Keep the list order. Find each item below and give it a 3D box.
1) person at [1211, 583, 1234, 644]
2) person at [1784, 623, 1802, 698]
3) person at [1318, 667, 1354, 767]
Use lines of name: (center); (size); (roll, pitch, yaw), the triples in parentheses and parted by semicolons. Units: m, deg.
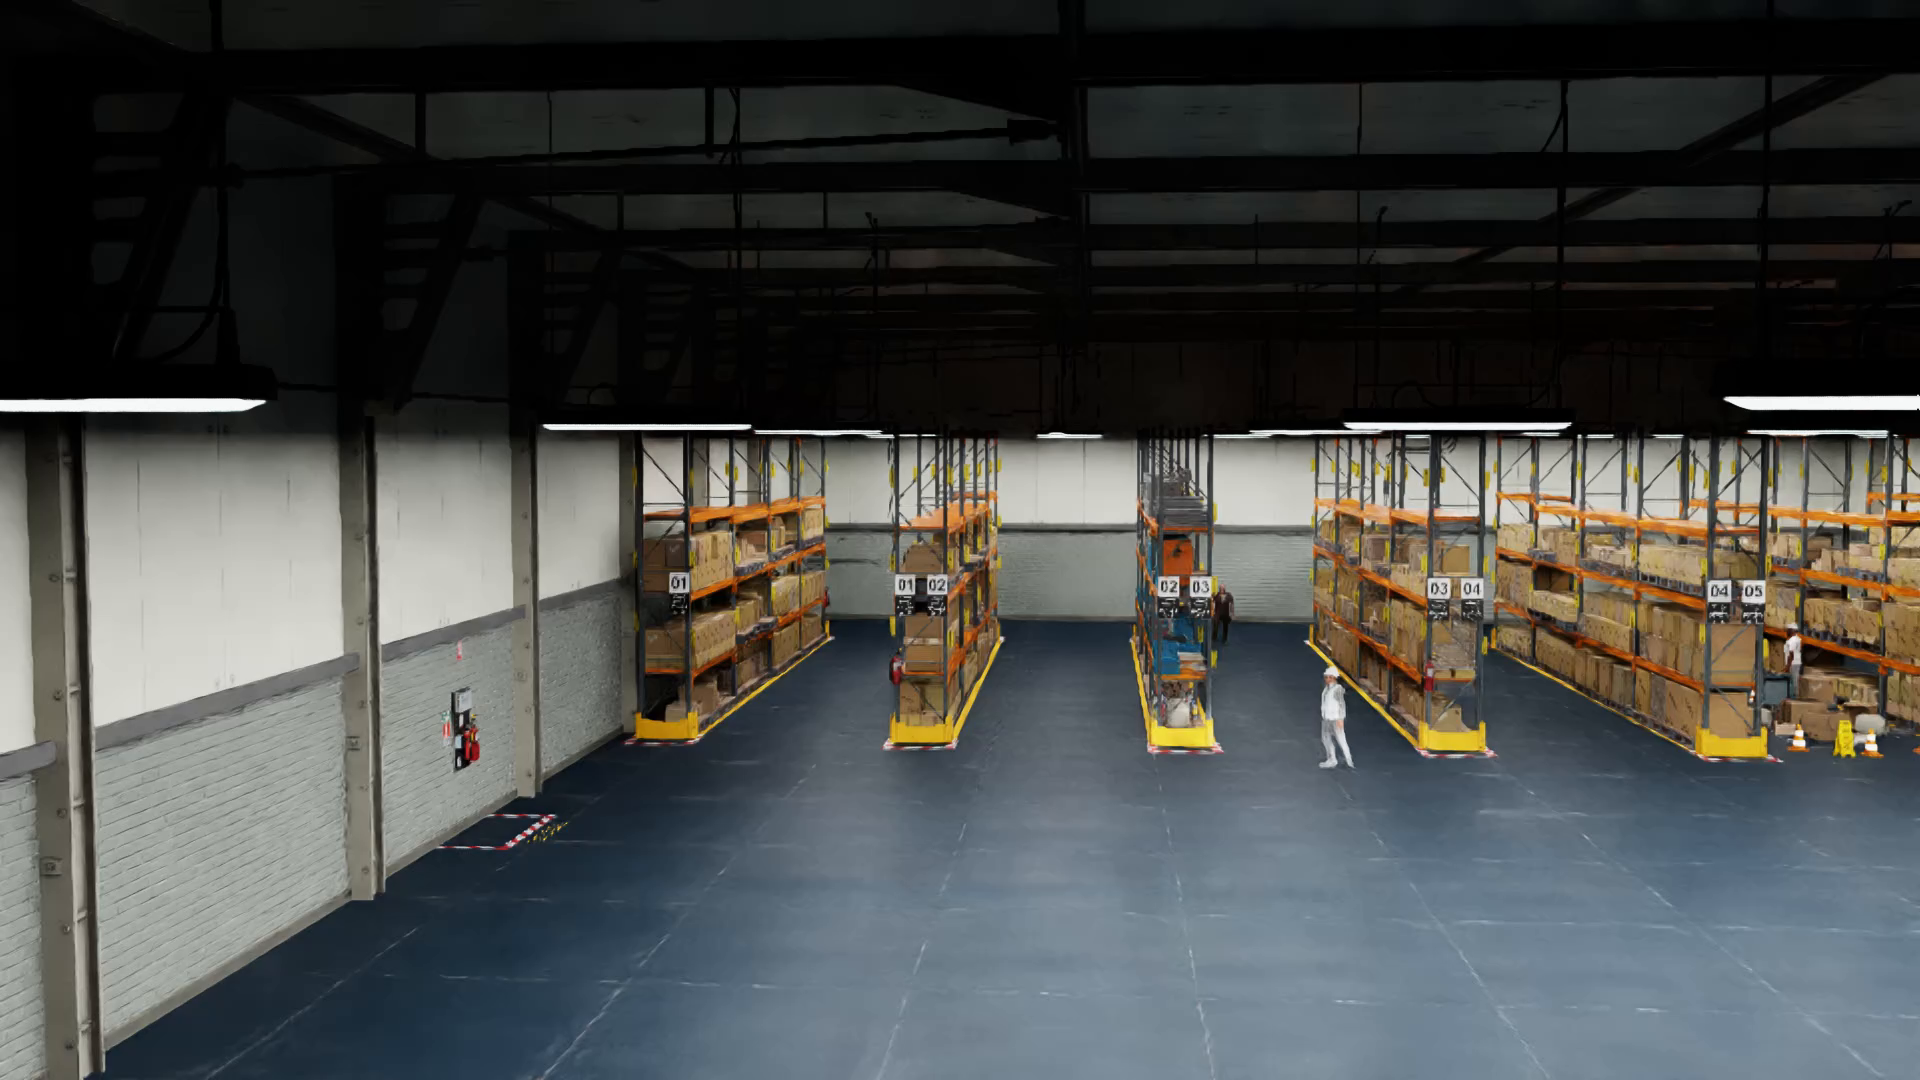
person: (7.317, 2.114, 46.593); (0.729, 1.631, 0.538); (0, 3, 3)
person: (17.919, 2.670, 35.885); (0.574, 1.764, 0.669); (2, 4, 29)
person: (6.590, 3.099, 29.101); (0.536, 1.765, 0.629); (-1, 4, -21)
